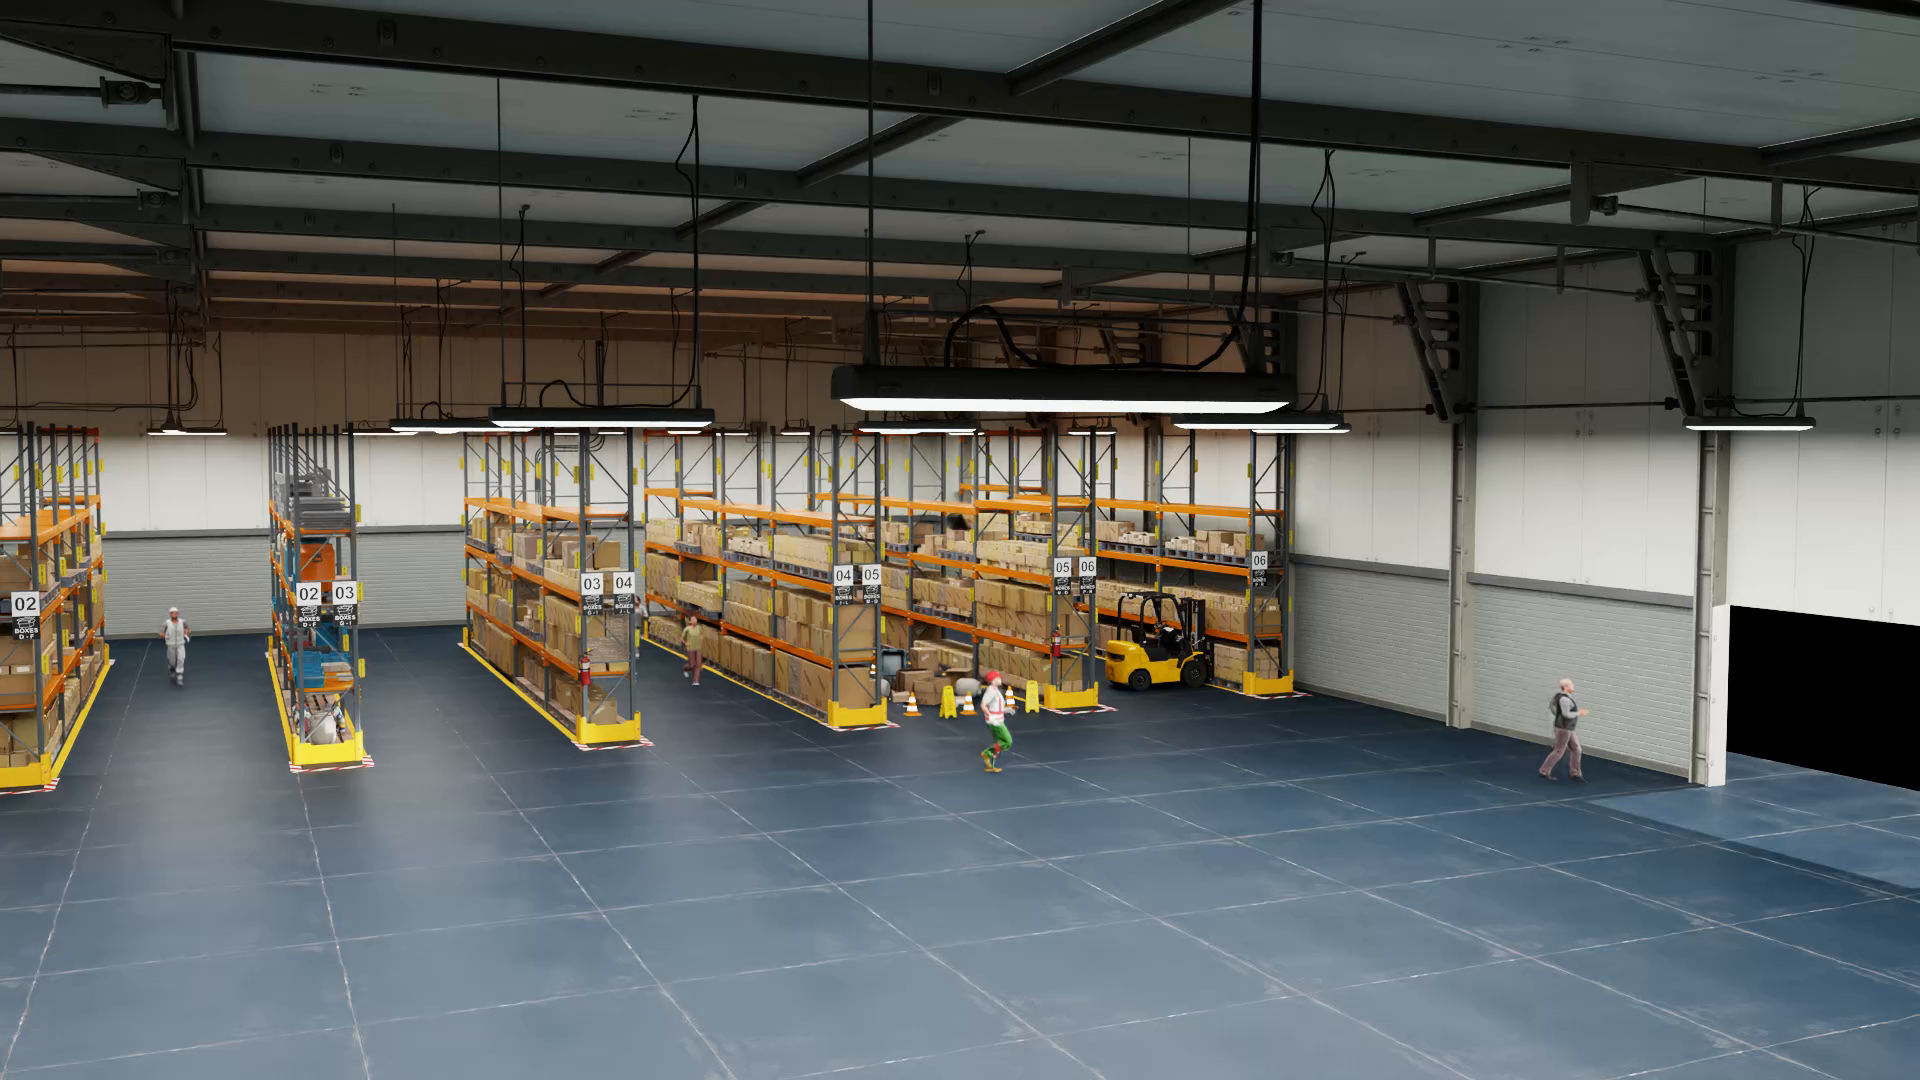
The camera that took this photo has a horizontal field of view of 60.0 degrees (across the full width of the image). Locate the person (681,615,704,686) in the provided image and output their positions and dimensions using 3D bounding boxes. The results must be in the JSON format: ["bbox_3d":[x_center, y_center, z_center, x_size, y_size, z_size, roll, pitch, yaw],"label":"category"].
[{"bbox_3d":[-6.187,2.549,38.609,0.579,1.637,0.776,-2,4,-32],"label":"person"}]

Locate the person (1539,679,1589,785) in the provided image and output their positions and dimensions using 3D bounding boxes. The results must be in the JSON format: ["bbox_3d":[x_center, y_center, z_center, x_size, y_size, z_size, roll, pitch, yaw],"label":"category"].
[{"bbox_3d":[9.993,3.169,27.480,0.781,1.756,0.652,1,4,21],"label":"person"}]

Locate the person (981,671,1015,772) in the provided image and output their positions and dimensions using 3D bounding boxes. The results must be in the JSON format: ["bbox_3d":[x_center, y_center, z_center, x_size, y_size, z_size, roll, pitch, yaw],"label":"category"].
[{"bbox_3d":[0.660,3.107,28.463,0.565,1.739,0.652,0,4,6],"label":"person"}]

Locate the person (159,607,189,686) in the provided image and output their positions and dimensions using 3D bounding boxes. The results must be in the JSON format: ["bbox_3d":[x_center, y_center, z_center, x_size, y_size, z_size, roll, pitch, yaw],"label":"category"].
[{"bbox_3d":[-18.259,2.459,38.690,0.655,1.793,0.984,-2,4,-32],"label":"person"}]

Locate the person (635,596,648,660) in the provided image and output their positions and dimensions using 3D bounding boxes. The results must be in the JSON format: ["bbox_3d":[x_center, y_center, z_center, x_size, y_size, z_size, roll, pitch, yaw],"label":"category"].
[{"bbox_3d":[-8.410,2.271,43.442,0.518,1.631,0.784,-1,4,-20],"label":"person"}]
